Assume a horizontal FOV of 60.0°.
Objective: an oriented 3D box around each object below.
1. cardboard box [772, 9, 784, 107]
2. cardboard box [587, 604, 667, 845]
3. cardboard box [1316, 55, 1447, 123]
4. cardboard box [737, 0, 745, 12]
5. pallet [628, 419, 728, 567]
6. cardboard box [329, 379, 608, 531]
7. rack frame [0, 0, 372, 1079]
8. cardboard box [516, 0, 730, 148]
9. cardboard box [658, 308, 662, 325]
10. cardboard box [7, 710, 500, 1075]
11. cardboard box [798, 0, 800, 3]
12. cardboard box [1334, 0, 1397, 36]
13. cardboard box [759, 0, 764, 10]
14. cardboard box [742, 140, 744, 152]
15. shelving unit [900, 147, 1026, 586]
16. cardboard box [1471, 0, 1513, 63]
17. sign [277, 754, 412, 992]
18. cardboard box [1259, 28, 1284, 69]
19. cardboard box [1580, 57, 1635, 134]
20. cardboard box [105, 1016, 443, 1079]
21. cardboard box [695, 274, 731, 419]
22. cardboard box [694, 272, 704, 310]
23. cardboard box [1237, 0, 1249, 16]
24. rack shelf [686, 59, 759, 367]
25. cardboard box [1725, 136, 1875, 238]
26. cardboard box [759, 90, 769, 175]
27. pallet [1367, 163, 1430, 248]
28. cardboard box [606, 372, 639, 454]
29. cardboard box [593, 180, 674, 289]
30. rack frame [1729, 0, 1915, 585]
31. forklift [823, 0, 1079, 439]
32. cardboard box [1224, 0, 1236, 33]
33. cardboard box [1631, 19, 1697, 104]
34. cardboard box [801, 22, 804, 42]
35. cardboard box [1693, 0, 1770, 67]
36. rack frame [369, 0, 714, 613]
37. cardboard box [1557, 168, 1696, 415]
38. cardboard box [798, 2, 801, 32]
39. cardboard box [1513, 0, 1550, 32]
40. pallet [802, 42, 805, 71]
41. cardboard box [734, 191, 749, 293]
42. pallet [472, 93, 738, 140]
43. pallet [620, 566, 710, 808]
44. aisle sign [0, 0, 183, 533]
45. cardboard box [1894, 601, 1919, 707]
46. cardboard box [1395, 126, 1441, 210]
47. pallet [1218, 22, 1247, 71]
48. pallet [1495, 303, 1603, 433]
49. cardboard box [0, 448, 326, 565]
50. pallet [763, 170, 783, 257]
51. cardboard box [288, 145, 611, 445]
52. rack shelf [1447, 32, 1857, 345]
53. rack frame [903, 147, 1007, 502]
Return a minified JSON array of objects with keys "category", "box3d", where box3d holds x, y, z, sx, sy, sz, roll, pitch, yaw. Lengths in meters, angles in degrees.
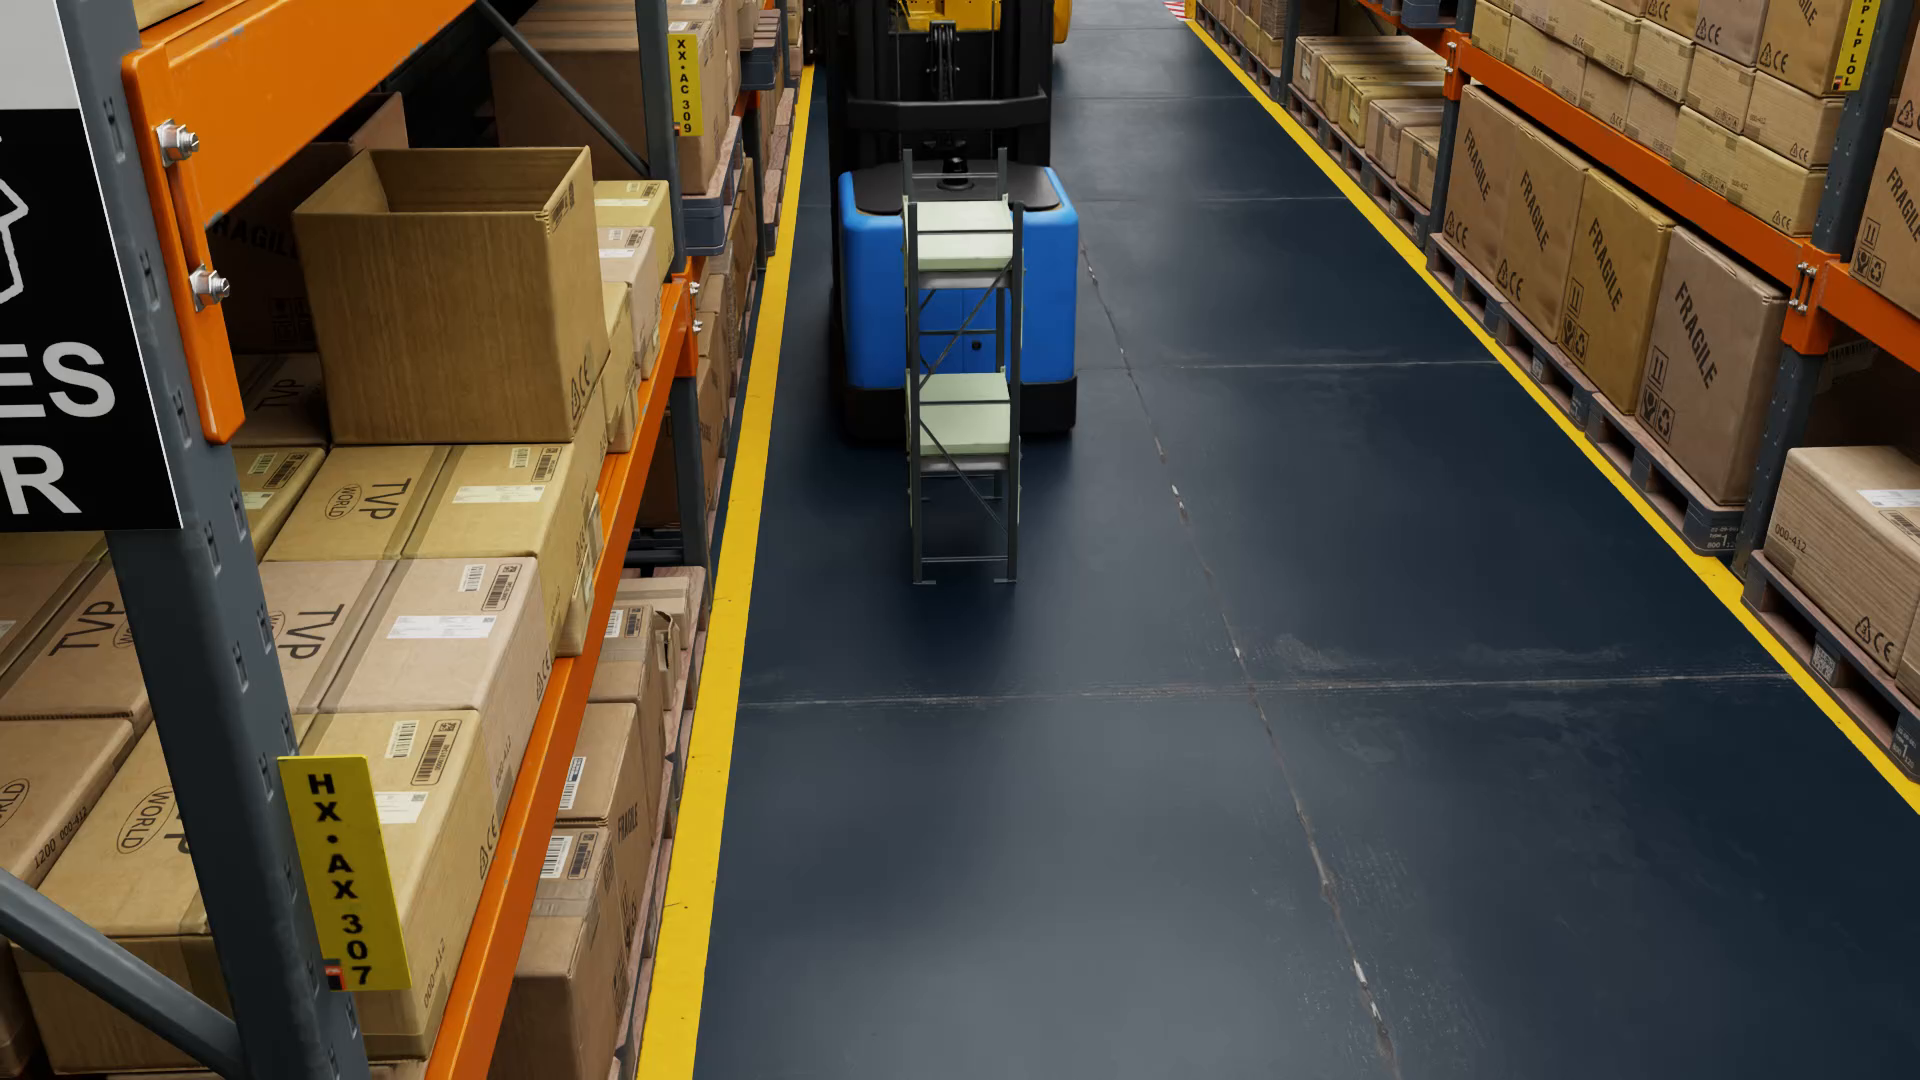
[{"category":"cardboard box","box3d":[-1.815,-3.662,12.641,0.875,0.625,0.625,0,28,0]},{"category":"cardboard box","box3d":[-1.224,0.535,4.730,0.700,0.500,0.500,-2,28,-5]},{"category":"cardboard box","box3d":[3.174,-3.338,12.293,0.950,0.372,0.625,0,28,1]},{"category":"cardboard box","box3d":[-1.374,-2.404,7.551,0.797,0.503,0.637,-2,28,-4]},{"category":"pallet","box3d":[-1.516,-0.213,6.930,1.003,0.211,1.213,-1,28,-3]},{"category":"cardboard box","box3d":[-1.086,-0.211,3.752,0.500,0.250,0.500,-2,28,-4]},{"category":"rack frame","box3d":[-1.223,0.773,2.025,0.949,2.616,0.053,-1,28,-3]},{"category":"cardboard box","box3d":[-1.264,-1.773,6.344,0.700,0.500,0.500,-1,28,-2]},{"category":"cardboard box","box3d":[-1.131,-0.702,5.125,0.380,0.149,0.250,-1,28,-1]},{"category":"cardboard box","box3d":[-0.981,0.491,2.405,0.500,0.250,0.500,-1,28,-2]},{"category":"cardboard box","box3d":[-1.582,-4.647,13.854,0.500,0.250,0.500,-1,28,-3]},{"category":"cardboard box","box3d":[3.342,-4.469,13.784,0.500,0.500,0.500,0,28,0]},{"category":"cardboard box","box3d":[-1.445,-3.299,9.993,0.500,0.250,0.500,-2,28,-4]},{"category":"cardboard box","box3d":[-1.366,-2.065,9.014,0.380,0.149,0.250,-3,28,-5]},{"category":"shelving unit","box3d":[0.000,-0.668,6.409,0.431,1.500,0.755,-1,28,-3]},{"category":"cardboard box","box3d":[3.087,-2.745,8.931,0.500,0.250,0.500,-2,28,-4]},{"category":"sign","box3d":[-0.685,0.376,1.850,0.100,0.325,0.005,-1,28,-3]},{"category":"cardboard box","box3d":[2.804,-4.124,13.933,0.500,0.250,0.500,0,28,0]},{"category":"cardboard box","box3d":[3.182,-2.038,7.576,0.500,0.250,0.500,-1,28,-3]},{"category":"cardboard box","box3d":[-0.970,0.726,2.387,0.380,0.149,0.250,-2,28,-3]},{"category":"cardboard box","box3d":[-1.295,-0.858,7.400,0.500,0.500,0.500,-2,28,-4]},{"category":"cardboard box","box3d":[-1.309,-1.099,7.161,0.380,0.149,0.250,-1,28,-3]},{"category":"cardboard box","box3d":[2.748,-4.927,14.662,0.500,0.500,0.500,0,28,0]},{"category":"rack shelf","box3d":[-1.540,-1.679,7.504,1.077,0.370,4.000,-1,28,-3]},{"category":"cardboard box","box3d":[3.246,-1.331,6.220,0.500,0.250,0.500,-2,28,-4]},{"category":"cardboard box","box3d":[-1.705,-2.645,10.692,0.875,0.625,0.625,-1,28,-1]},{"category":"pallet","box3d":[3.273,-2.168,10.678,1.003,0.211,1.213,-1,28,-3]},{"category":"cardboard box","box3d":[-1.066,-0.344,4.437,0.380,0.149,0.250,-2,28,-3]},{"category":"cardboard box","box3d":[-1.165,-0.911,5.093,0.500,0.250,0.500,-1,28,-1]},{"category":"rack frame","box3d":[3.521,-1.196,5.800,1.000,3.000,0.127,-1,28,-3]},{"category":"forklift","box3d":[-0.124,-2.405,8.192,1.130,2.935,3.031,-2,28,-5]},{"category":"cardboard box","box3d":[2.721,-4.838,15.302,0.500,0.250,0.500,0,28,1]},{"category":"cardboard box","box3d":[3.189,-2.019,6.999,0.500,0.250,0.500,-1,28,-1]},{"category":"cardboard box","box3d":[-1.632,-4.439,14.536,0.500,0.250,0.500,-1,28,-2]},{"category":"cardboard box","box3d":[3.213,-2.123,6.387,0.500,0.500,0.500,-1,28,-2]},{"category":"rack frame","box3d":[-1.436,-1.075,5.567,1.000,3.000,0.127,-1,28,-3]},{"category":"cardboard box","box3d":[3.354,-1.142,7.539,0.875,0.875,0.875,-1,28,-1]},{"category":"cardboard box","box3d":[-1.599,-4.421,13.962,0.500,0.250,0.500,-2,28,-3]},{"category":"cardboard box","box3d":[3.118,-2.720,8.343,0.500,0.250,0.500,-1,28,-1]},{"category":"pallet","box3d":[-1.920,-4.466,15.084,1.003,0.211,1.213,-1,28,-3]},{"category":"cardboard box","box3d":[-1.392,-1.578,8.781,0.500,0.500,0.500,-2,28,-3]},{"category":"pallet","box3d":[-1.538,-1.939,7.431,1.003,0.211,1.213,-1,28,-3]},{"category":"pallet","box3d":[-1.401,0.479,5.603,1.003,0.211,1.213,-1,28,-3]},{"category":"aisle sign","box3d":[-0.930,-0.356,1.377,0.394,0.787,0.004,-1,28,-3]},{"category":"cardboard box","box3d":[3.494,0.460,4.942,0.875,0.438,0.875,-2,28,-4]},{"category":"cardboard box","box3d":[3.293,-2.326,10.353,0.950,0.372,0.625,-3,28,-6]},{"category":"pallet","box3d":[2.966,-4.528,15.204,1.003,0.211,1.213,-1,28,-3]},{"category":"pallet","box3d":[3.339,-0.879,8.207,1.003,0.211,1.213,-1,28,-3]},{"category":"cardboard box","box3d":[-1.563,0.034,3.281,0.500,0.250,0.500,-1,28,-1]},{"category":"pallet","box3d":[-1.648,-2.067,10.484,1.003,0.211,1.213,-1,28,-3]},{"category":"cardboard box","box3d":[-1.060,-0.534,3.560,0.500,0.500,0.500,-1,28,-1]},{"category":"rack shelf","box3d":[3.417,-1.801,7.737,1.077,0.370,4.000,-1,28,-3]},{"category":"rack frame","box3d":[-0.019,-0.837,6.733,0.400,1.500,0.023,-1,28,-3]}]
